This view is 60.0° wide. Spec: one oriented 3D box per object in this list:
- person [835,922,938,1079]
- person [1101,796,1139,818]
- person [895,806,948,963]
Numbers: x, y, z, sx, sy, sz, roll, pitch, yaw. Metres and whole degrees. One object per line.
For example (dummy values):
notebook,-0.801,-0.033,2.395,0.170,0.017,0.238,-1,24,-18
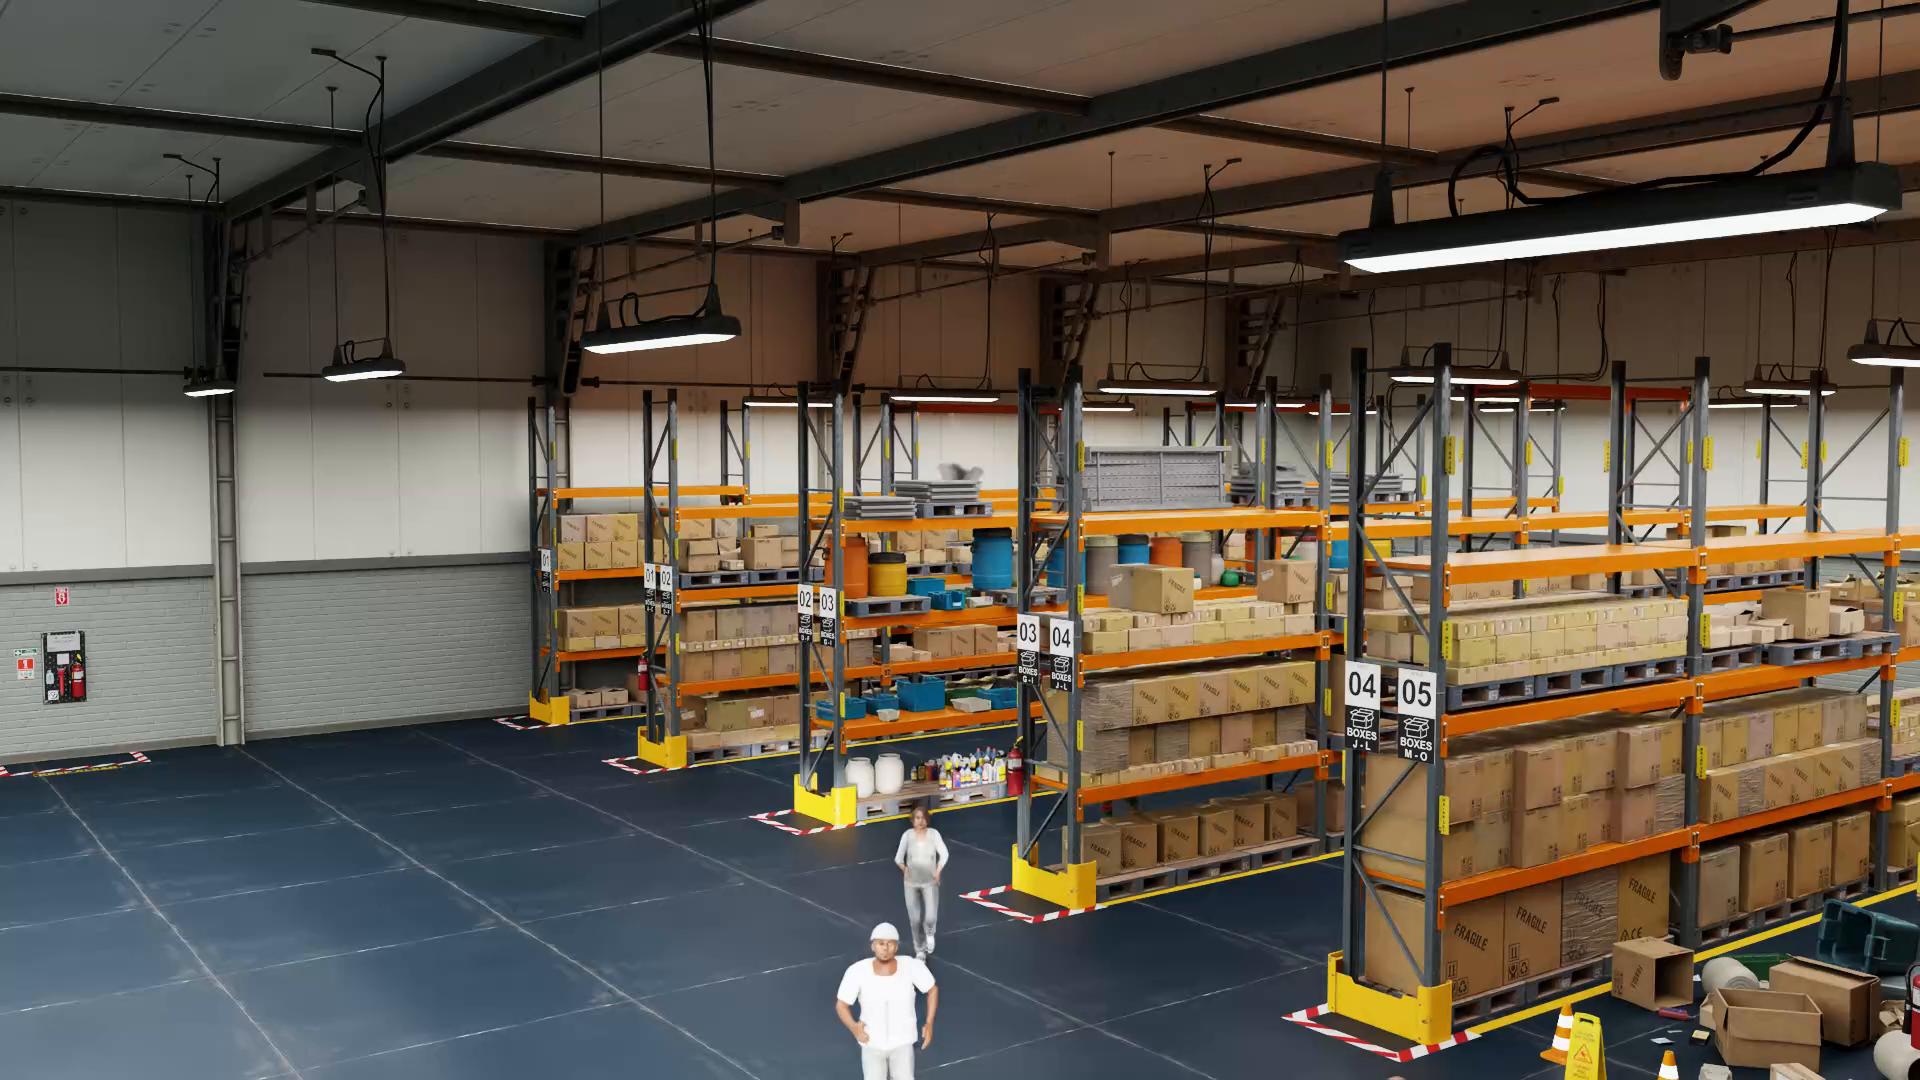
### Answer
person,-0.523,3.596,11.916,0.744,1.726,0.593,0,3,-3
person,2.090,2.977,22.222,0.664,1.752,0.801,3,4,37
person,-0.382,3.413,16.430,0.529,1.552,0.549,0,3,0
